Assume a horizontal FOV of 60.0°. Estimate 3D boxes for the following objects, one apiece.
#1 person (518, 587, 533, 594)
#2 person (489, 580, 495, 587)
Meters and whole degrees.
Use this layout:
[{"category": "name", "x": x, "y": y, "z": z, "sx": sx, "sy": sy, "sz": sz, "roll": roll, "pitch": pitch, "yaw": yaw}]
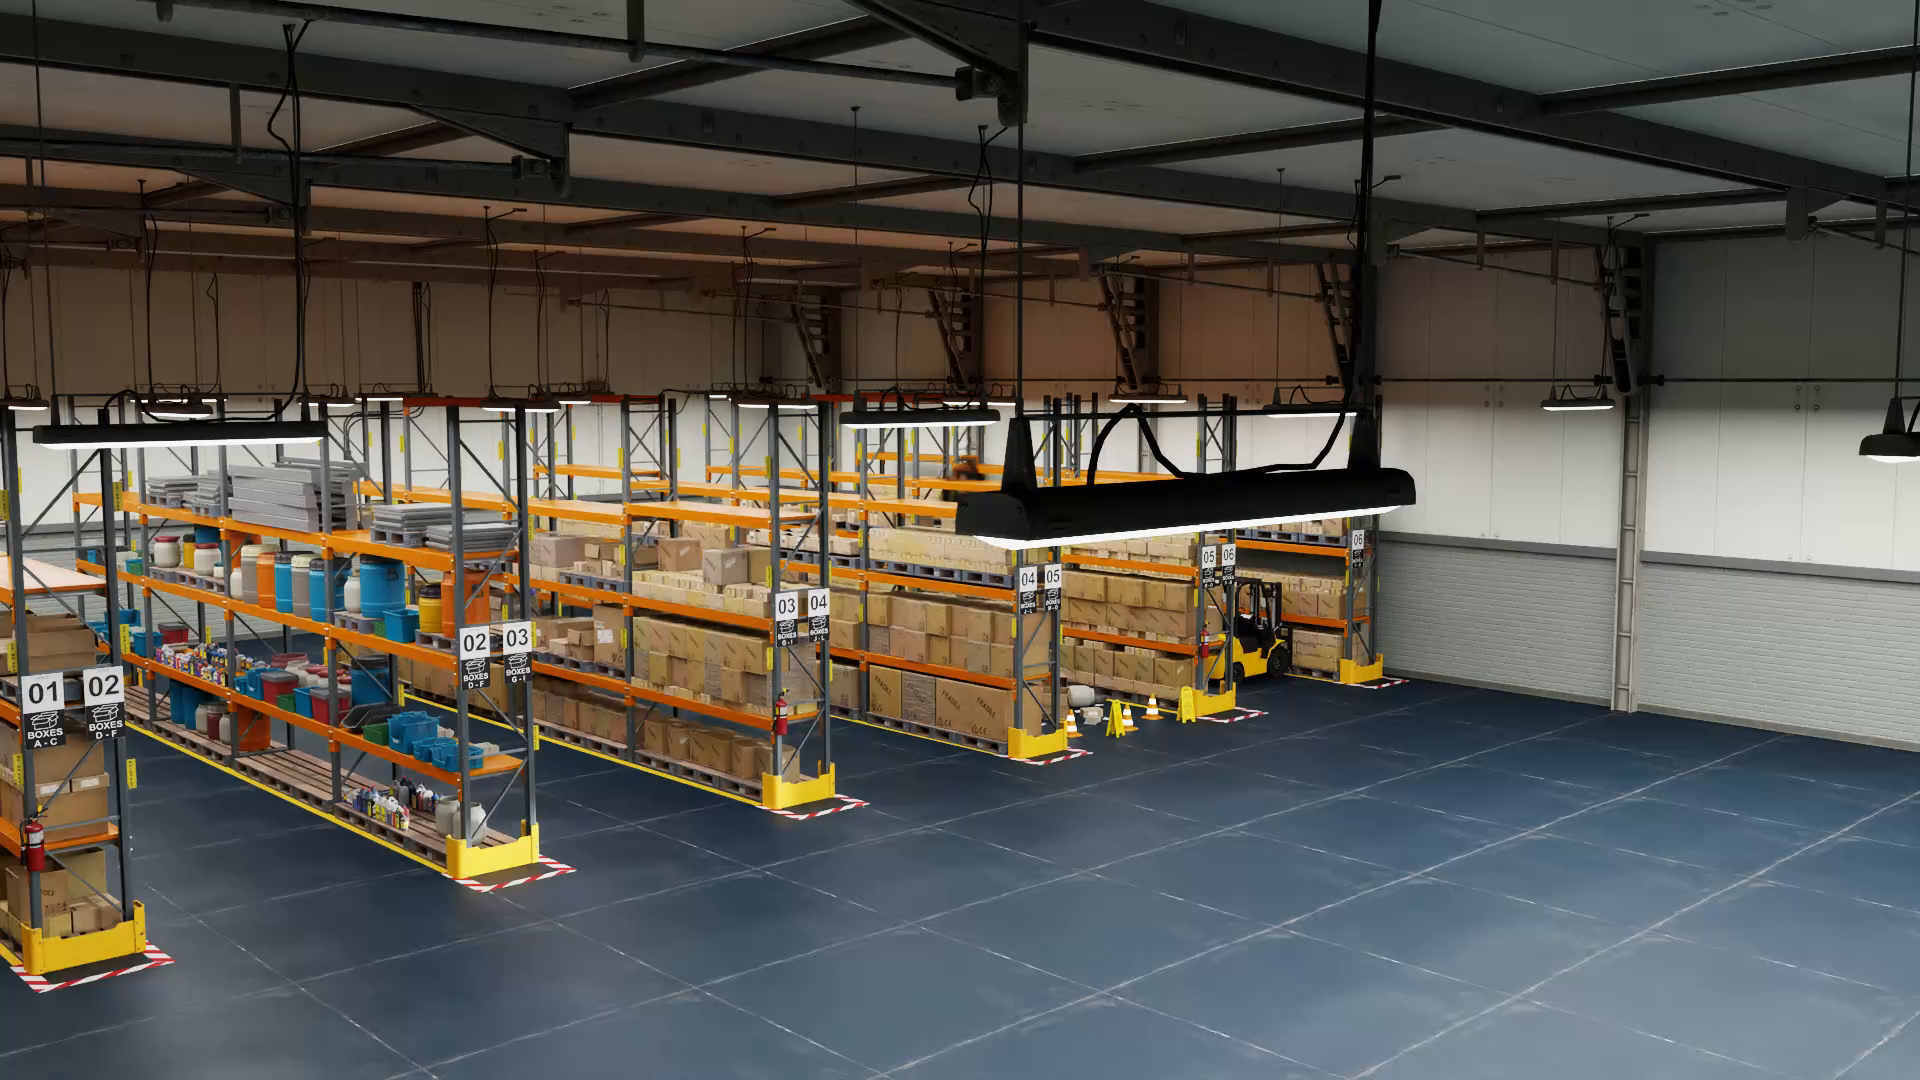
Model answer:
[{"category": "person", "x": -10.682, "y": 1.623, "z": 40.657, "sx": 0.471, "sy": 1.607, "sz": 0.628, "roll": -2, "pitch": 6, "yaw": -22}, {"category": "person", "x": -11.015, "y": 1.766, "z": 38.682, "sx": 0.799, "sy": 1.678, "sz": 0.607, "roll": -1, "pitch": 6, "yaw": -10}]
